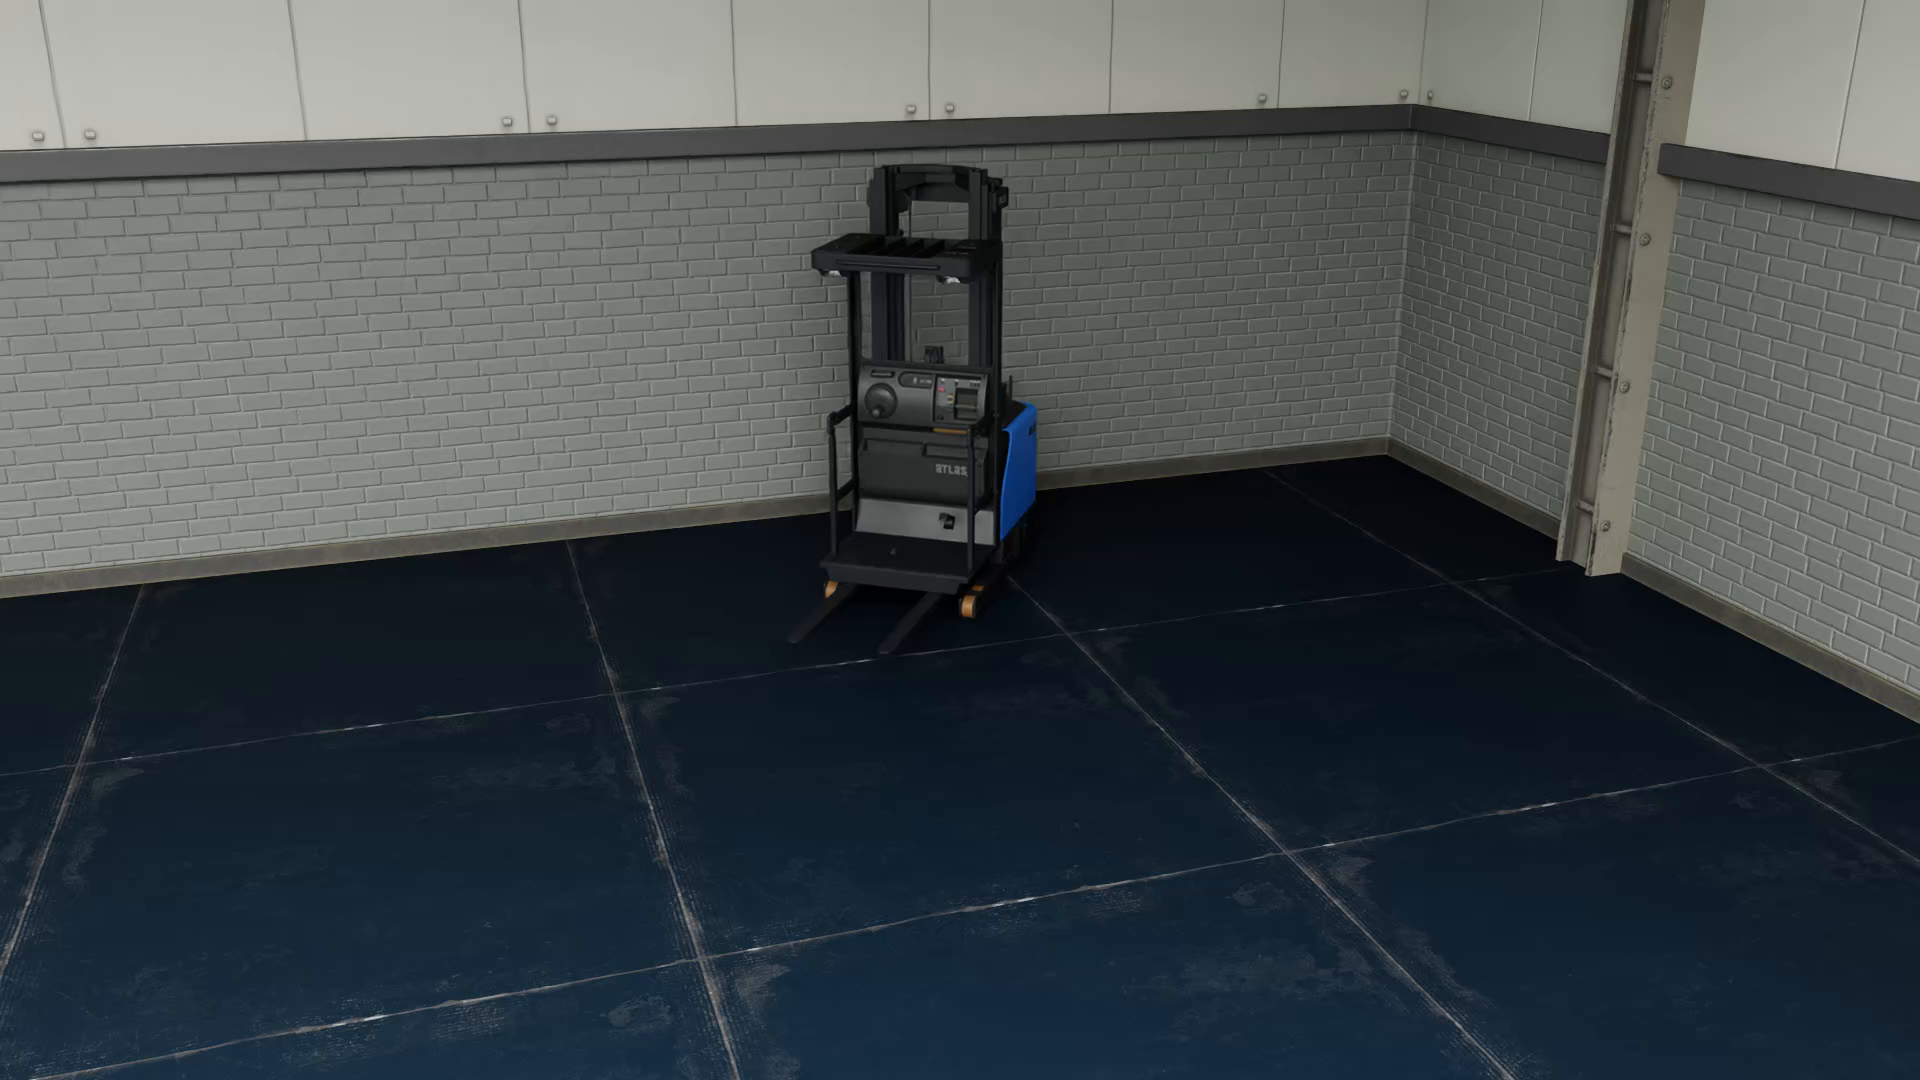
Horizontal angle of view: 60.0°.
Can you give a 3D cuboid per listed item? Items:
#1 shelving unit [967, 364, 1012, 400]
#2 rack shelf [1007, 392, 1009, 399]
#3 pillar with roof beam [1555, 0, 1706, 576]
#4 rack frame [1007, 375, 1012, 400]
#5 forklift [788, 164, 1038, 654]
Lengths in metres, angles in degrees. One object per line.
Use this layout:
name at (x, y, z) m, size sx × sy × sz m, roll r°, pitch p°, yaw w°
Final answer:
shelving unit at (0.149, -0.752, 13.234) m, size 0.258 × 1.200 × 0.503 m, roll -17°, pitch 26°, yaw -39°
rack shelf at (0.149, -1.122, 13.102) m, size 0.258 × 0.148 × 0.480 m, roll -17°, pitch 26°, yaw -39°
pillar with roof beam at (0.603, -3.590, 9.600) m, size 9.100 × 9.000 × 0.400 m, roll -6°, pitch 21°, yaw -17°
rack frame at (0.314, -0.691, 13.065) m, size 0.240 × 1.200 × 0.015 m, roll -17°, pitch 26°, yaw -39°
forklift at (-0.321, -0.988, 11.332) m, size 1.130 × 2.935 × 3.031 m, roll 6°, pitch 21°, yaw 16°
